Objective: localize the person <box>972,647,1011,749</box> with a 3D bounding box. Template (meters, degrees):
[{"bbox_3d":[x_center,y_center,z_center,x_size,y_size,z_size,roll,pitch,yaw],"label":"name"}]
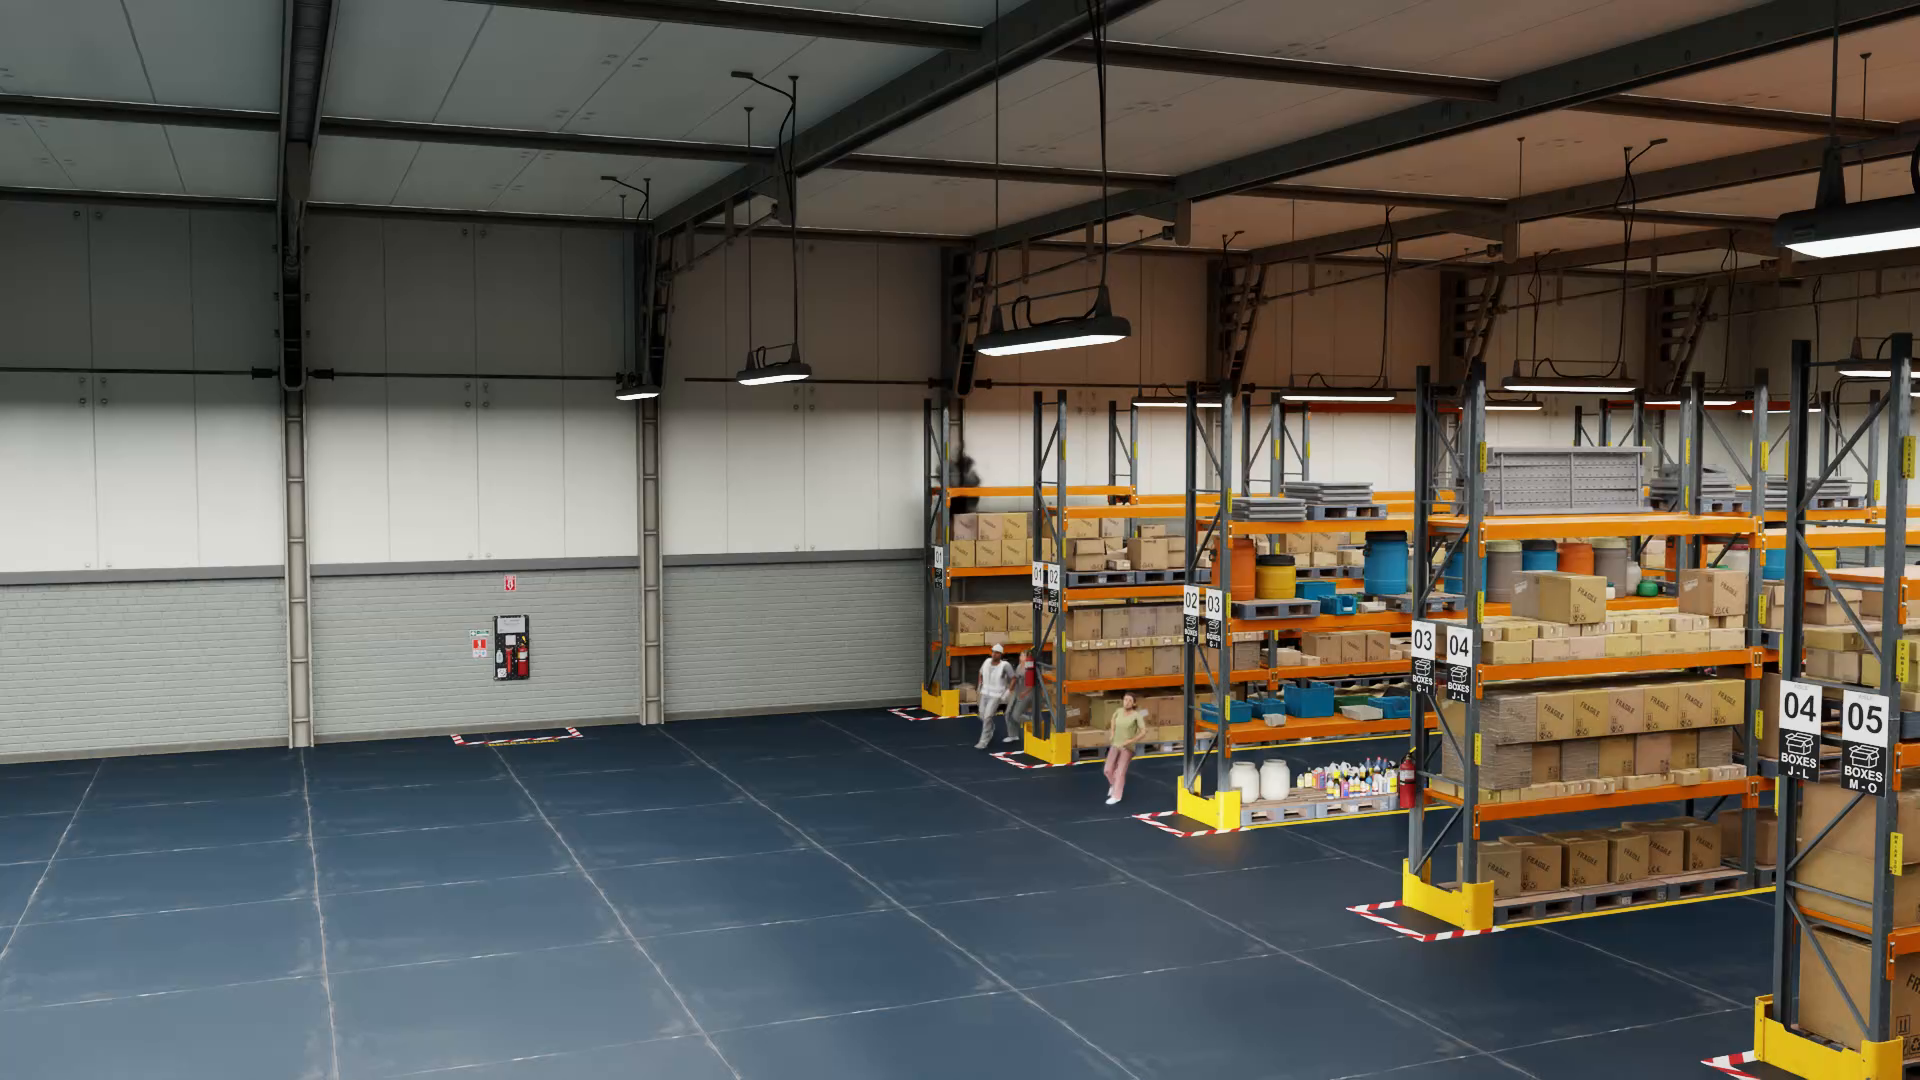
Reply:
[{"bbox_3d":[0.537,2.652,28.054,0.722,1.721,0.585,2,4,27],"label":"person"}]

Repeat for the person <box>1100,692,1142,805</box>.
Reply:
[{"bbox_3d":[2.304,2.953,23.592,0.623,1.642,0.602,2,4,25],"label":"person"}]

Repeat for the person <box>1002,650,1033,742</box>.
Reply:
[{"bbox_3d":[0.956,2.690,28.500,0.518,1.603,0.619,-3,4,-39],"label":"person"}]
